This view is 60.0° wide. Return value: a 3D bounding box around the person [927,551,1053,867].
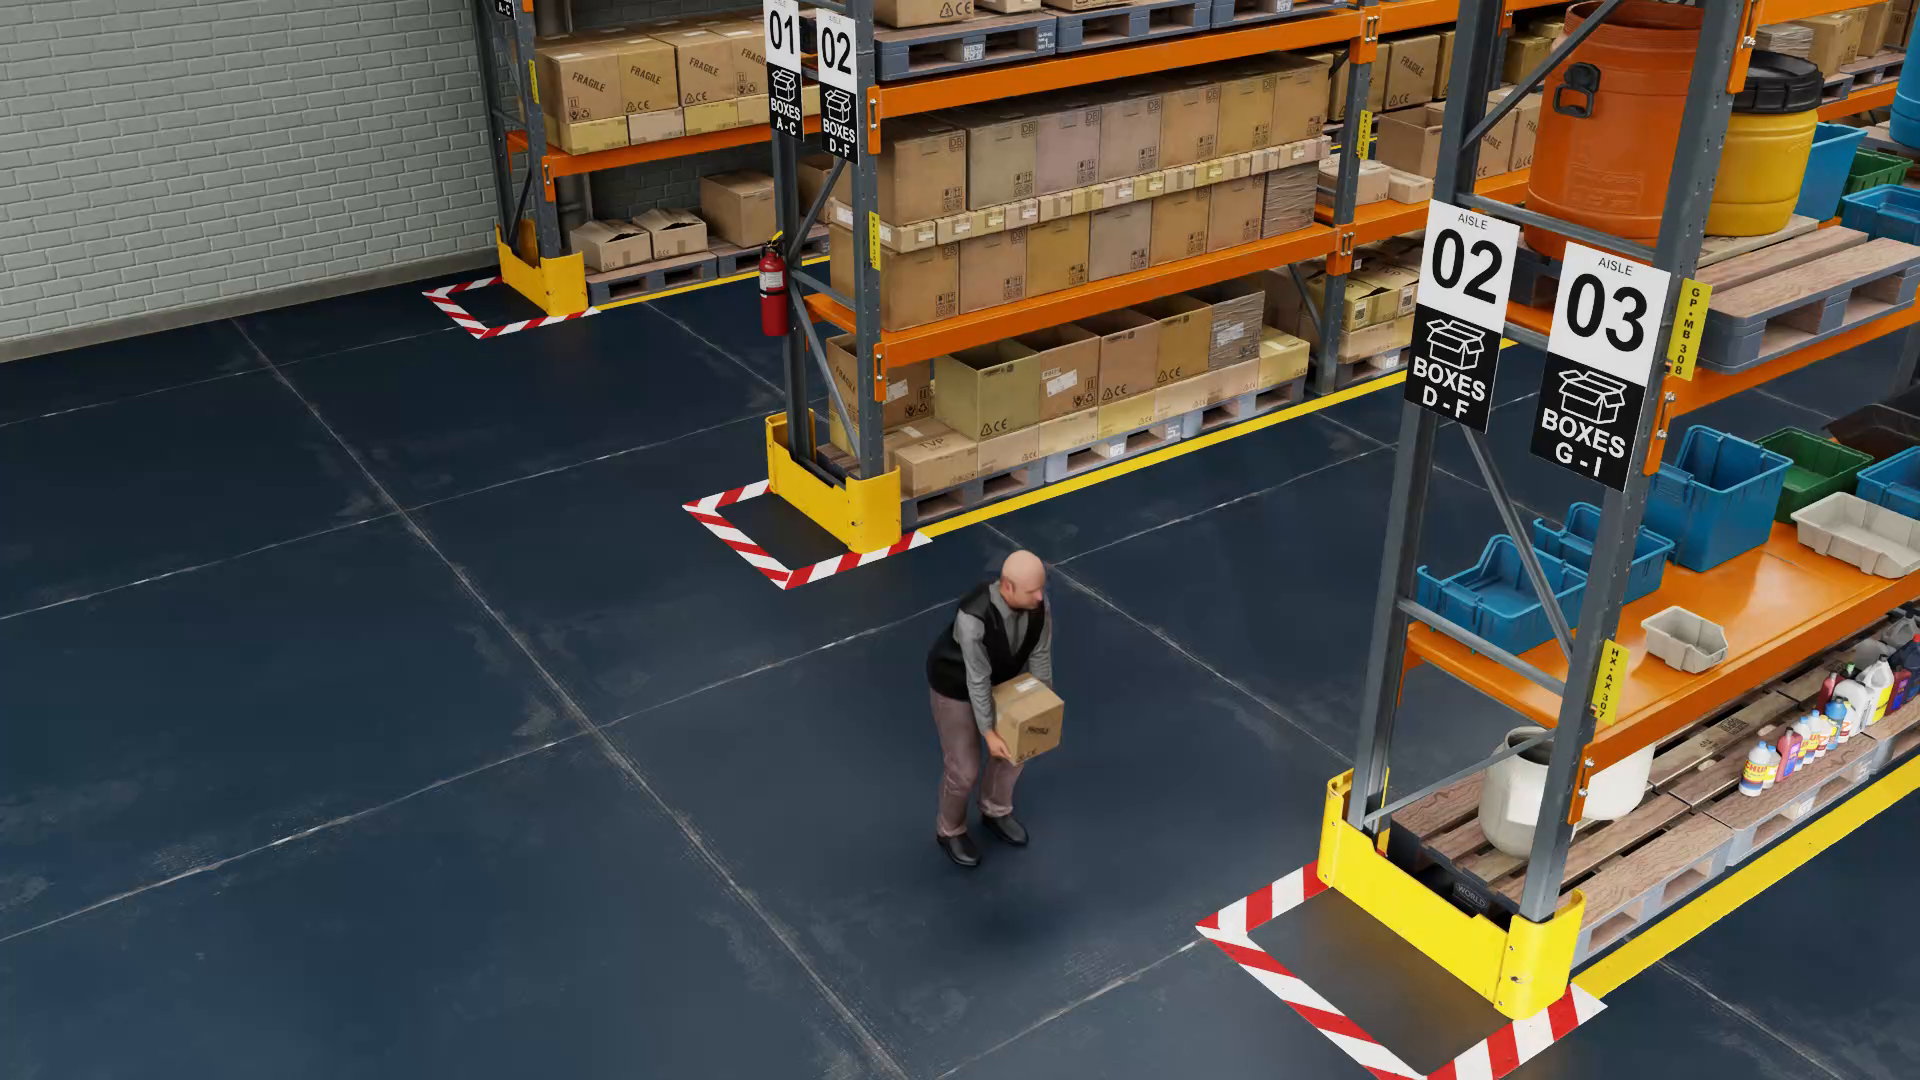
[{"bbox_3d":[0.155,0.715,7.410,0.477,1.648,0.614,-19,34,-32],"label":"person"}]
